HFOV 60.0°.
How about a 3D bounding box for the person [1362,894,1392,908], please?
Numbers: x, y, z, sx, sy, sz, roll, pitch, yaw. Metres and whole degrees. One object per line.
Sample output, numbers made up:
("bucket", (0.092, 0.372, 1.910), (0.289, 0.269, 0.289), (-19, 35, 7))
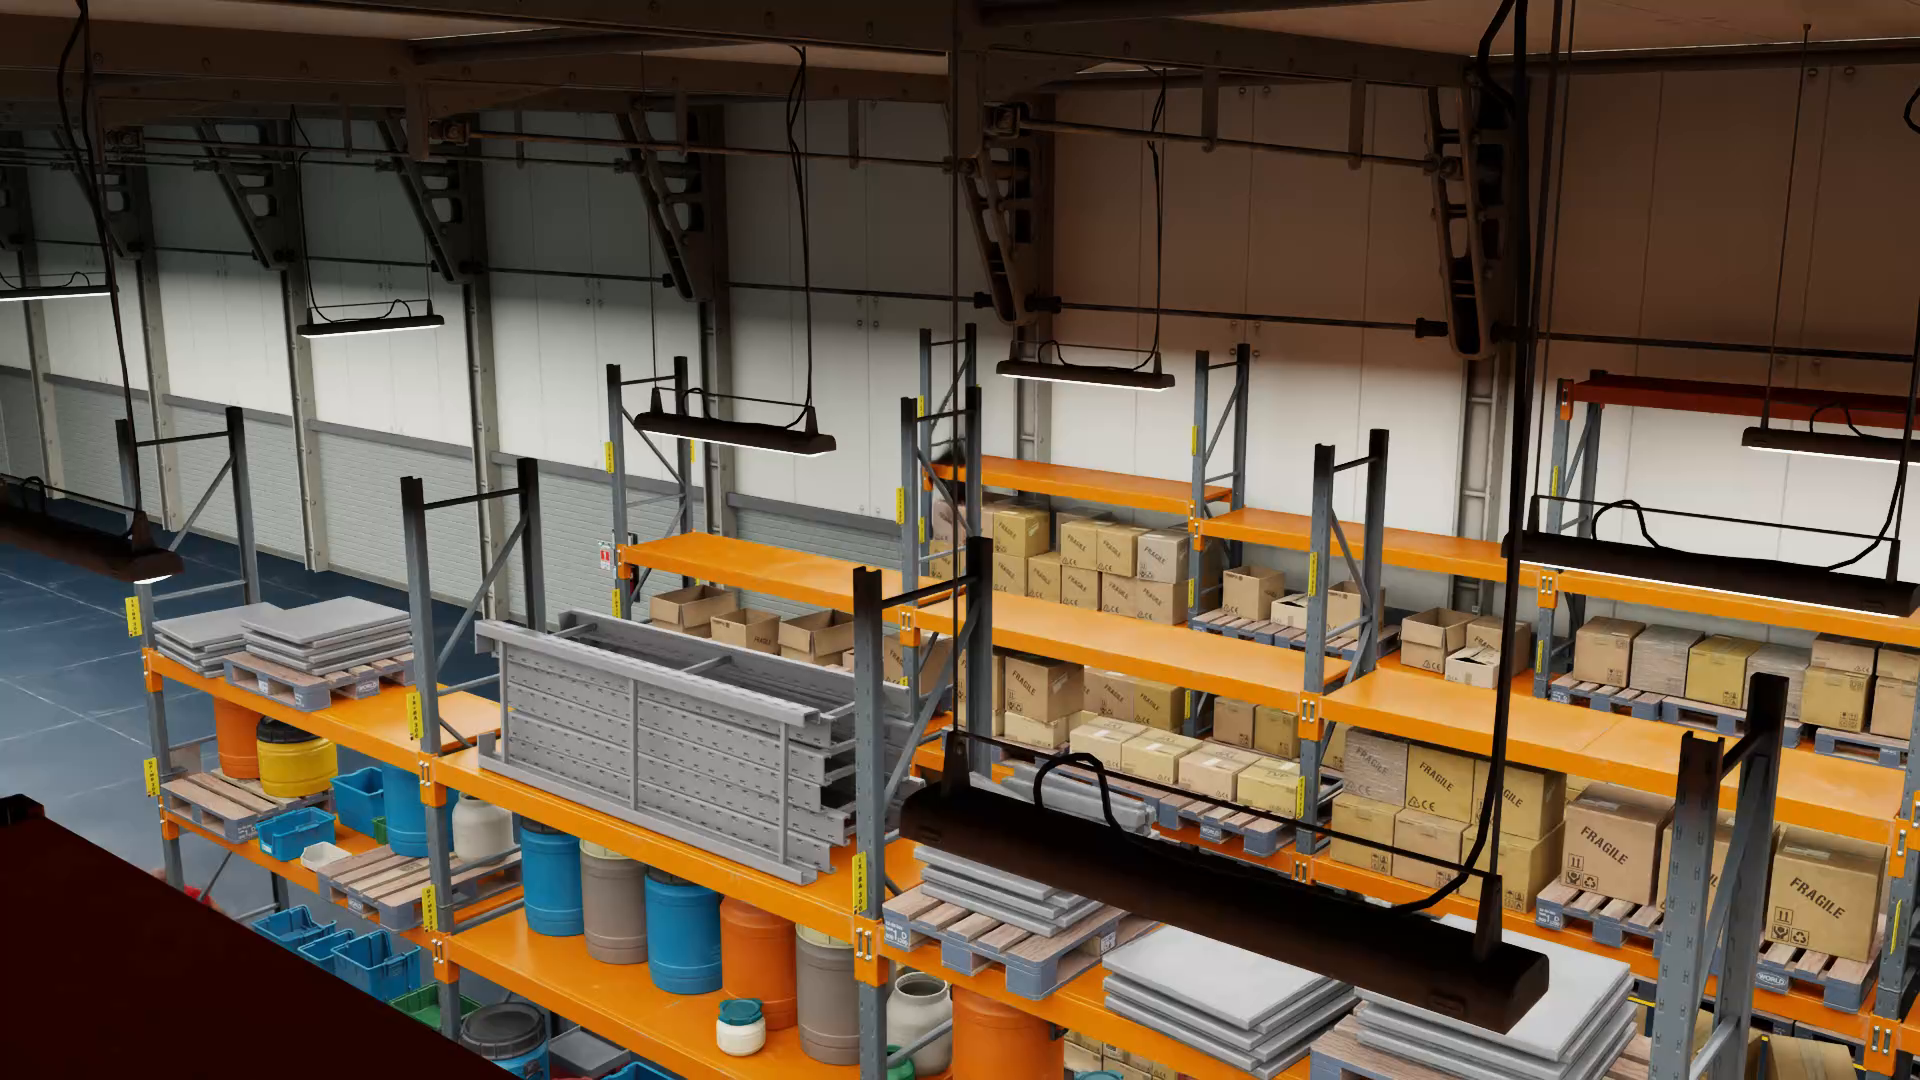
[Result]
("person", (3.783, 3.781, 15.457), (0.773, 1.766, 0.649), (10, 16, 38))

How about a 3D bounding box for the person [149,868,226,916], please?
("person", (-7.414, 3.831, 15.718), (0.630, 1.664, 0.866), (4, 13, 19))
